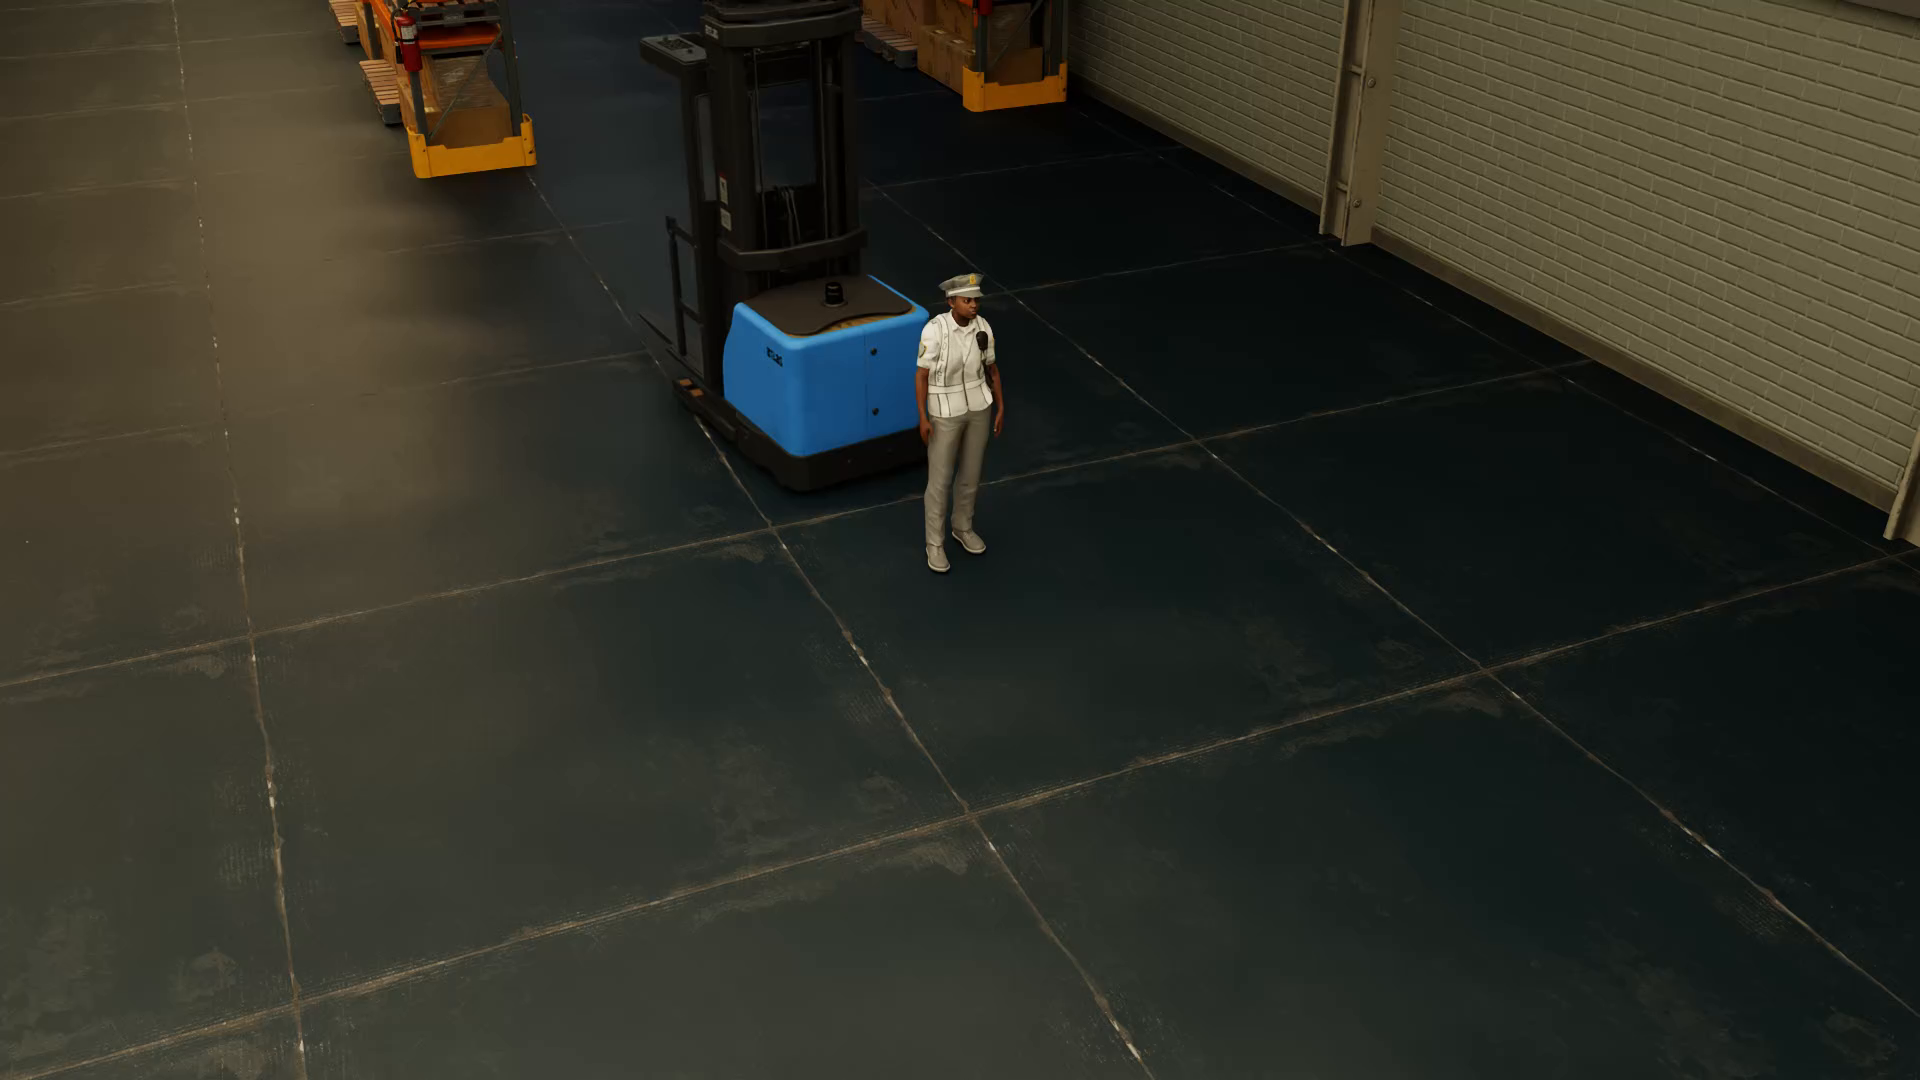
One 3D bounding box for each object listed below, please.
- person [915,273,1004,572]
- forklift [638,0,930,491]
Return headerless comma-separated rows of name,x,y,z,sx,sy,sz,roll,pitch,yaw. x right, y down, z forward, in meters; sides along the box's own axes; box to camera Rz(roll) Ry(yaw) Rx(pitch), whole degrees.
person,0.012,-0.704,9.582,0.570,1.695,0.530,-12,32,-20
forklift,-1.375,-2.272,11.094,1.130,2.935,3.031,-17,34,-27
